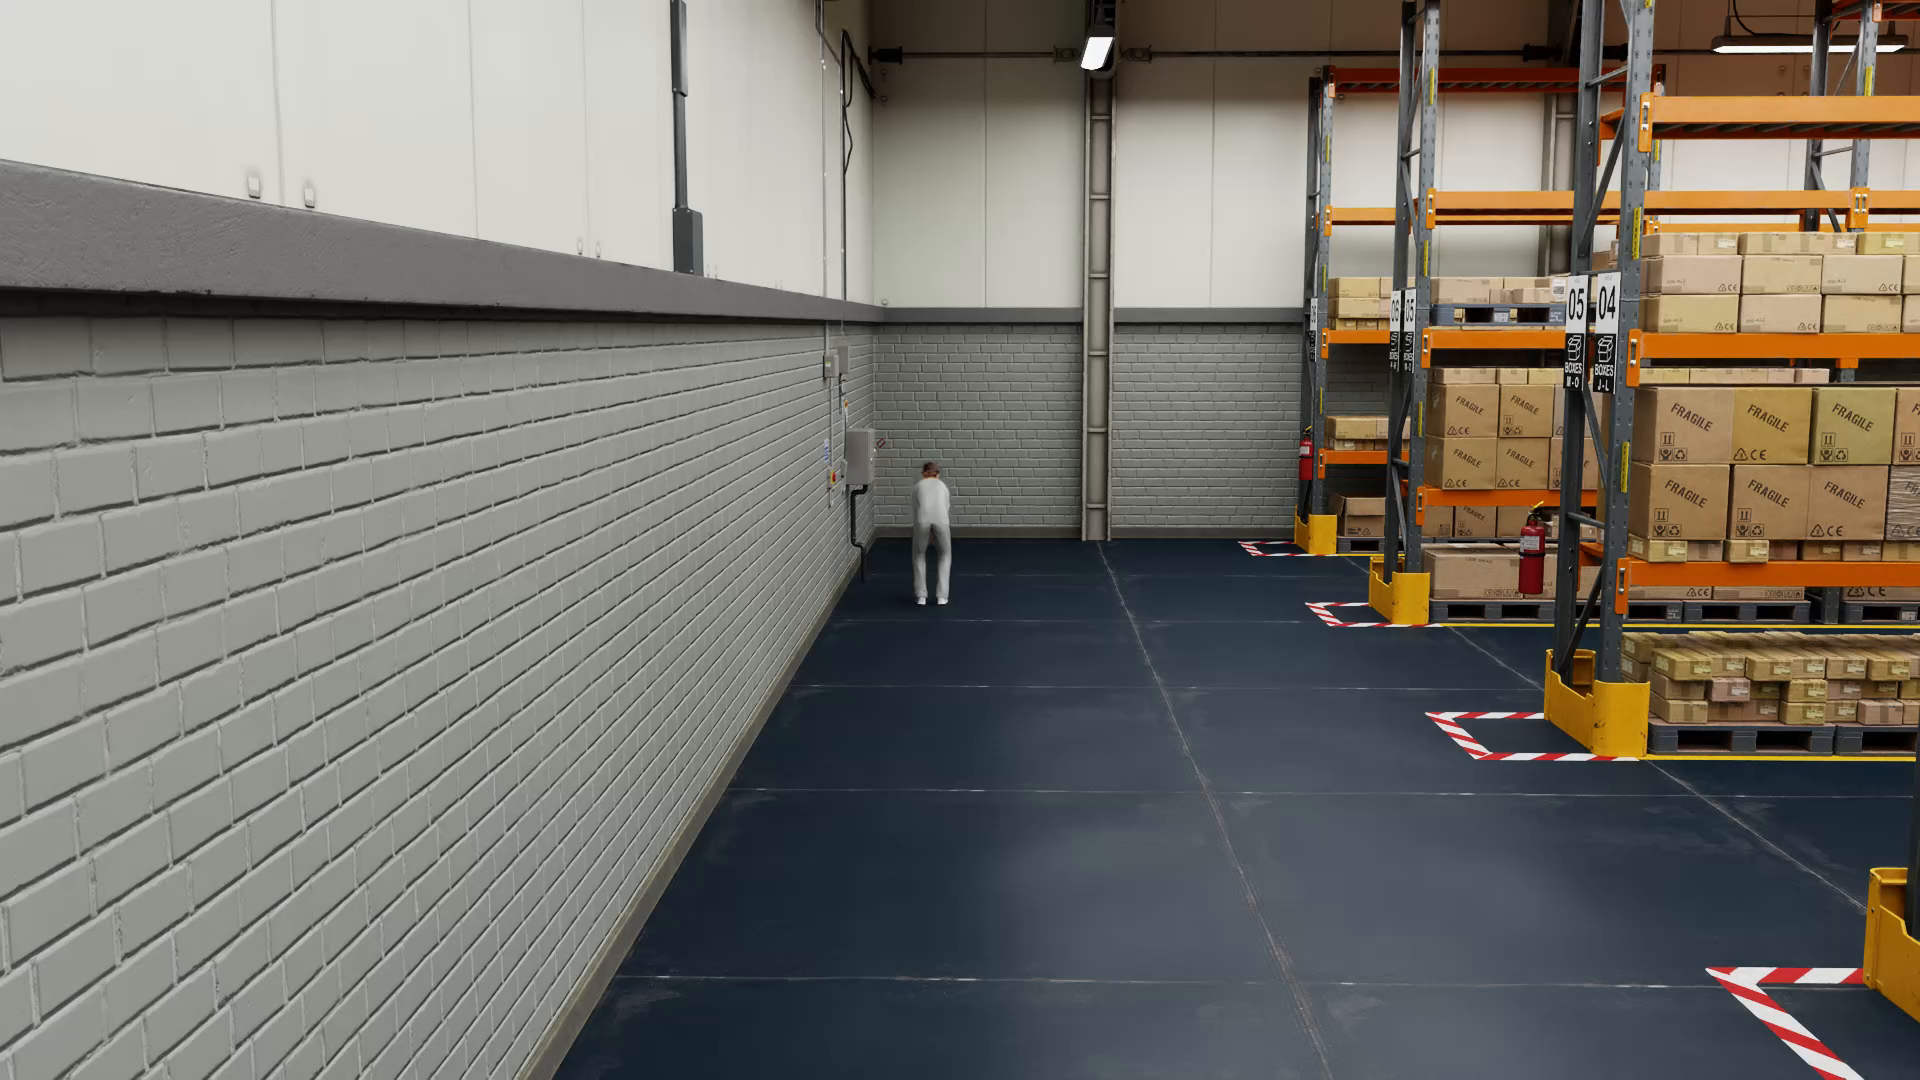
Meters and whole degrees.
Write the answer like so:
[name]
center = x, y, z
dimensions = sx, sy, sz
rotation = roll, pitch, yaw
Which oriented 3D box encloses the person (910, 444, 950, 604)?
[person]
center = -0.305, -0.165, 17.211
dimensions = 0.410, 1.646, 0.528
rotation = 0, 7, 0
